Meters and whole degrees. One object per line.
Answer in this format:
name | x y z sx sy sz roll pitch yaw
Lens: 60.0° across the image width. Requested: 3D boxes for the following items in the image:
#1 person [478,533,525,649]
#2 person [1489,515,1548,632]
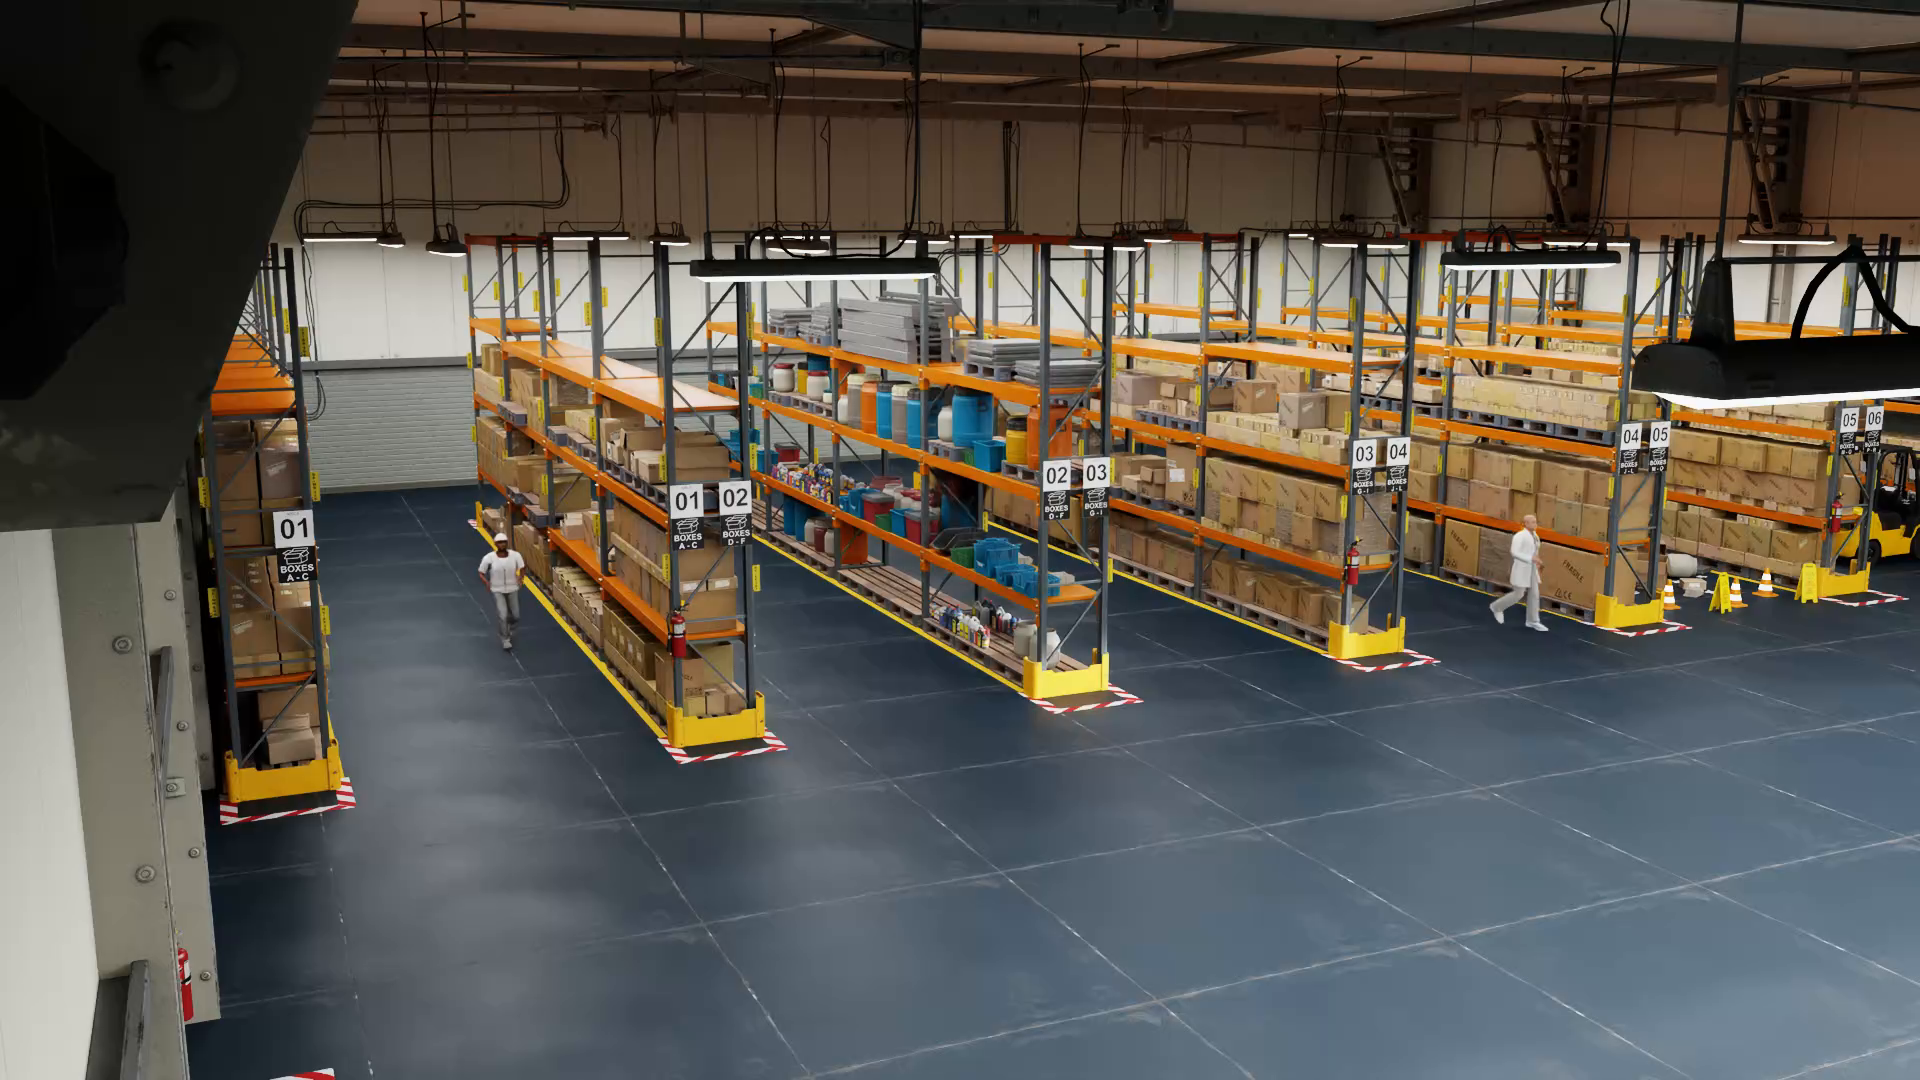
person | -6.806 0.742 24.790 0.698 1.718 0.610 -5 12 -24
person | 8.793 0.520 25.953 0.741 1.708 0.958 -9 14 -40
